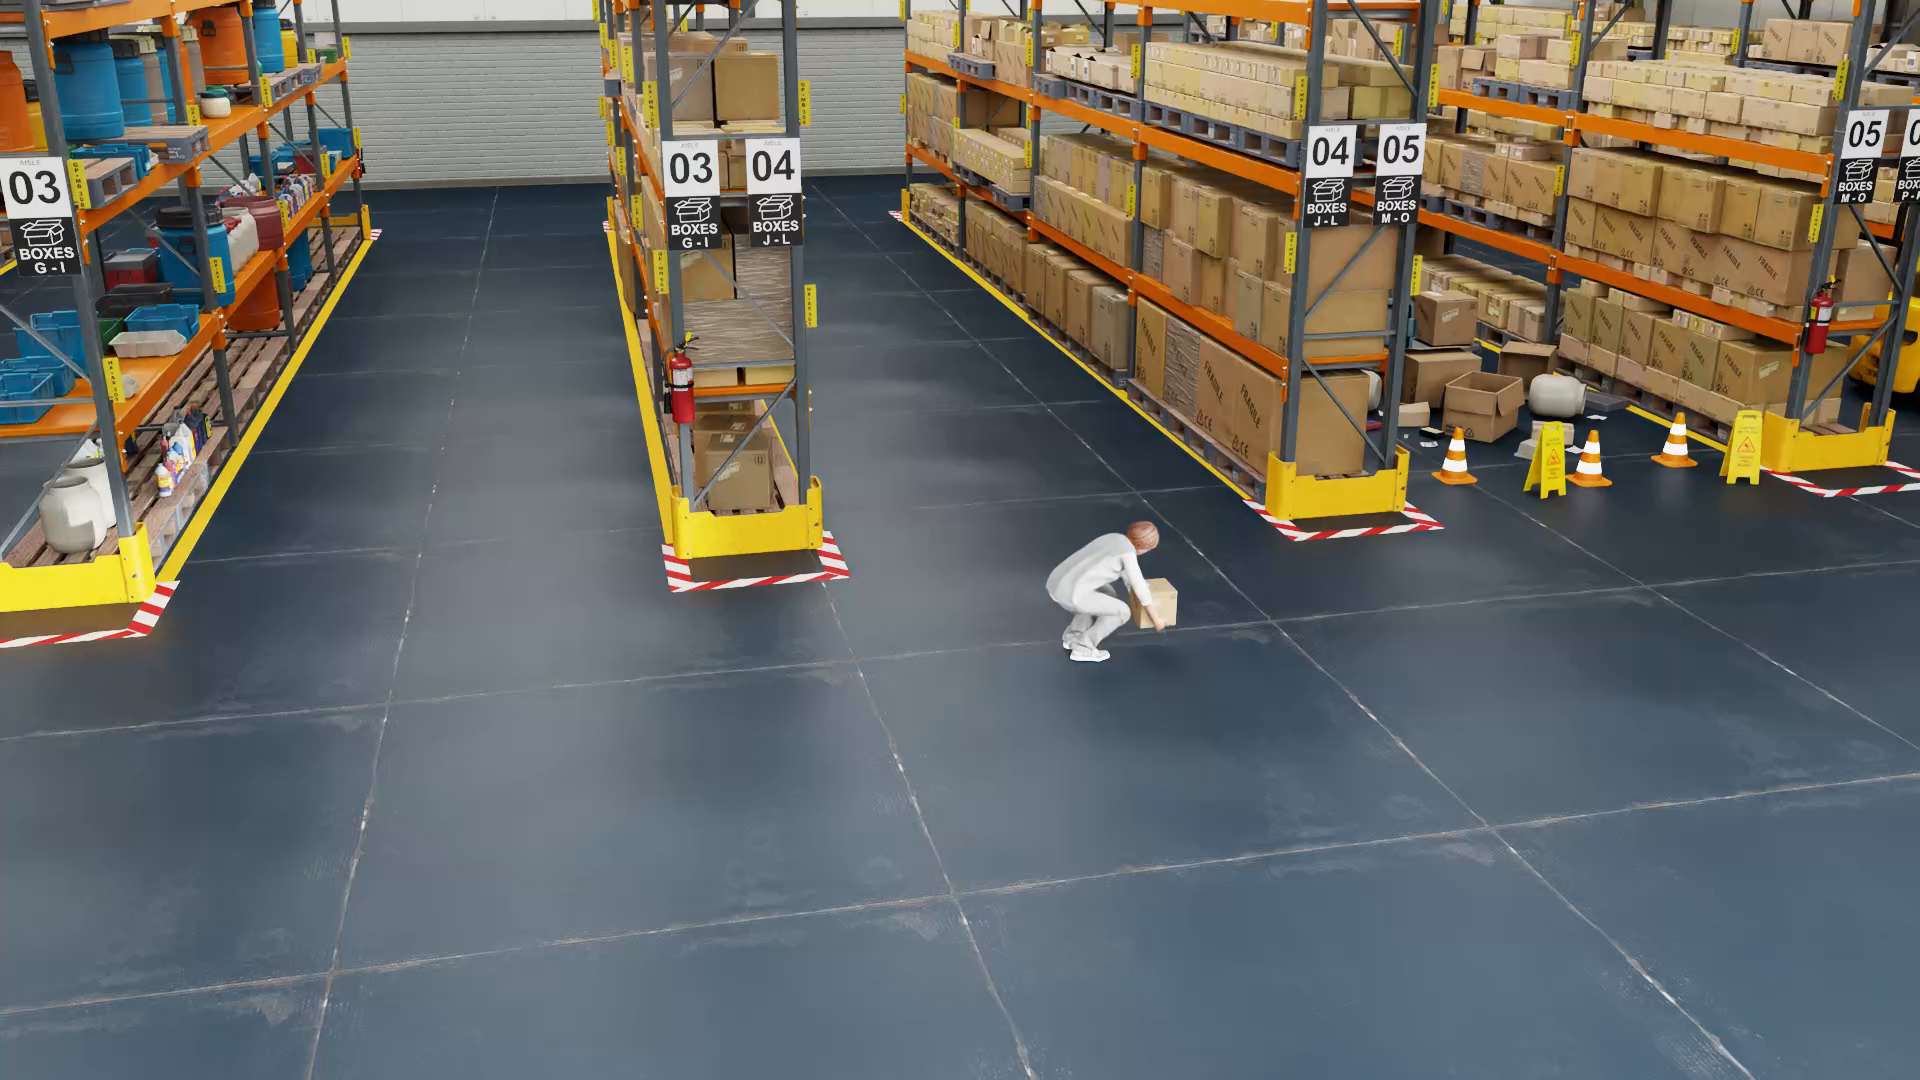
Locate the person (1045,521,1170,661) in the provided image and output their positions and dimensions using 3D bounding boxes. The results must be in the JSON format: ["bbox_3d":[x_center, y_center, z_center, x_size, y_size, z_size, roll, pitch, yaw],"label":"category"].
[{"bbox_3d":[0.981,0.342,11.184,0.835,0.895,0.420,-5,21,-14],"label":"person"}]
